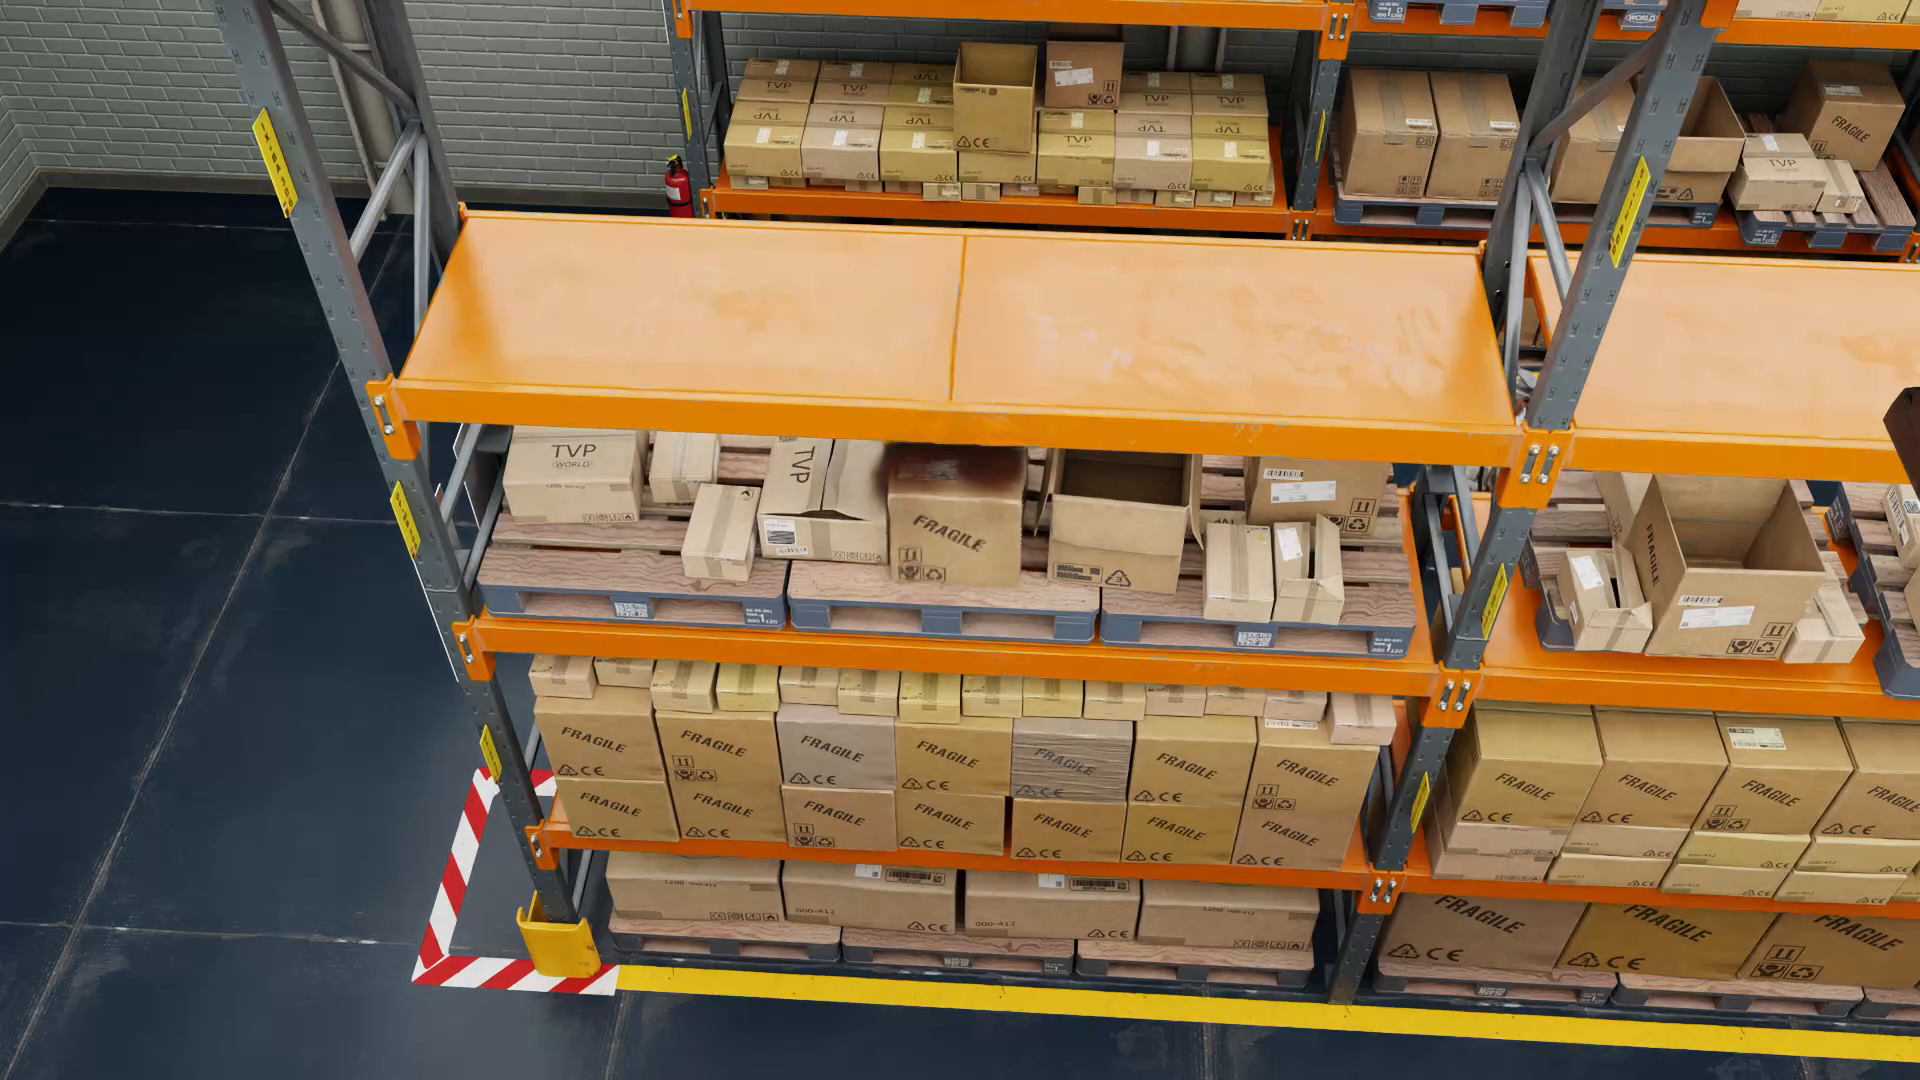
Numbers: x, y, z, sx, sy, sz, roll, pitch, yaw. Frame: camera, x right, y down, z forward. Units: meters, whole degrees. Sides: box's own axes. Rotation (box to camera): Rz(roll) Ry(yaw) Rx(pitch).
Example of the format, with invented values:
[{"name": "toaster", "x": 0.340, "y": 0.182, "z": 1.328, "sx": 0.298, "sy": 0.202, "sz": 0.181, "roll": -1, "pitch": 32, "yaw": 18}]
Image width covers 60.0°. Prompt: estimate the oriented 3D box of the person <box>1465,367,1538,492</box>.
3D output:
[{"name": "person", "x": 3.011, "y": -0.324, "z": 9.820, "sx": 0.766, "sy": 1.773, "sz": 0.578, "roll": -7, "pitch": 48, "yaw": -6}]
